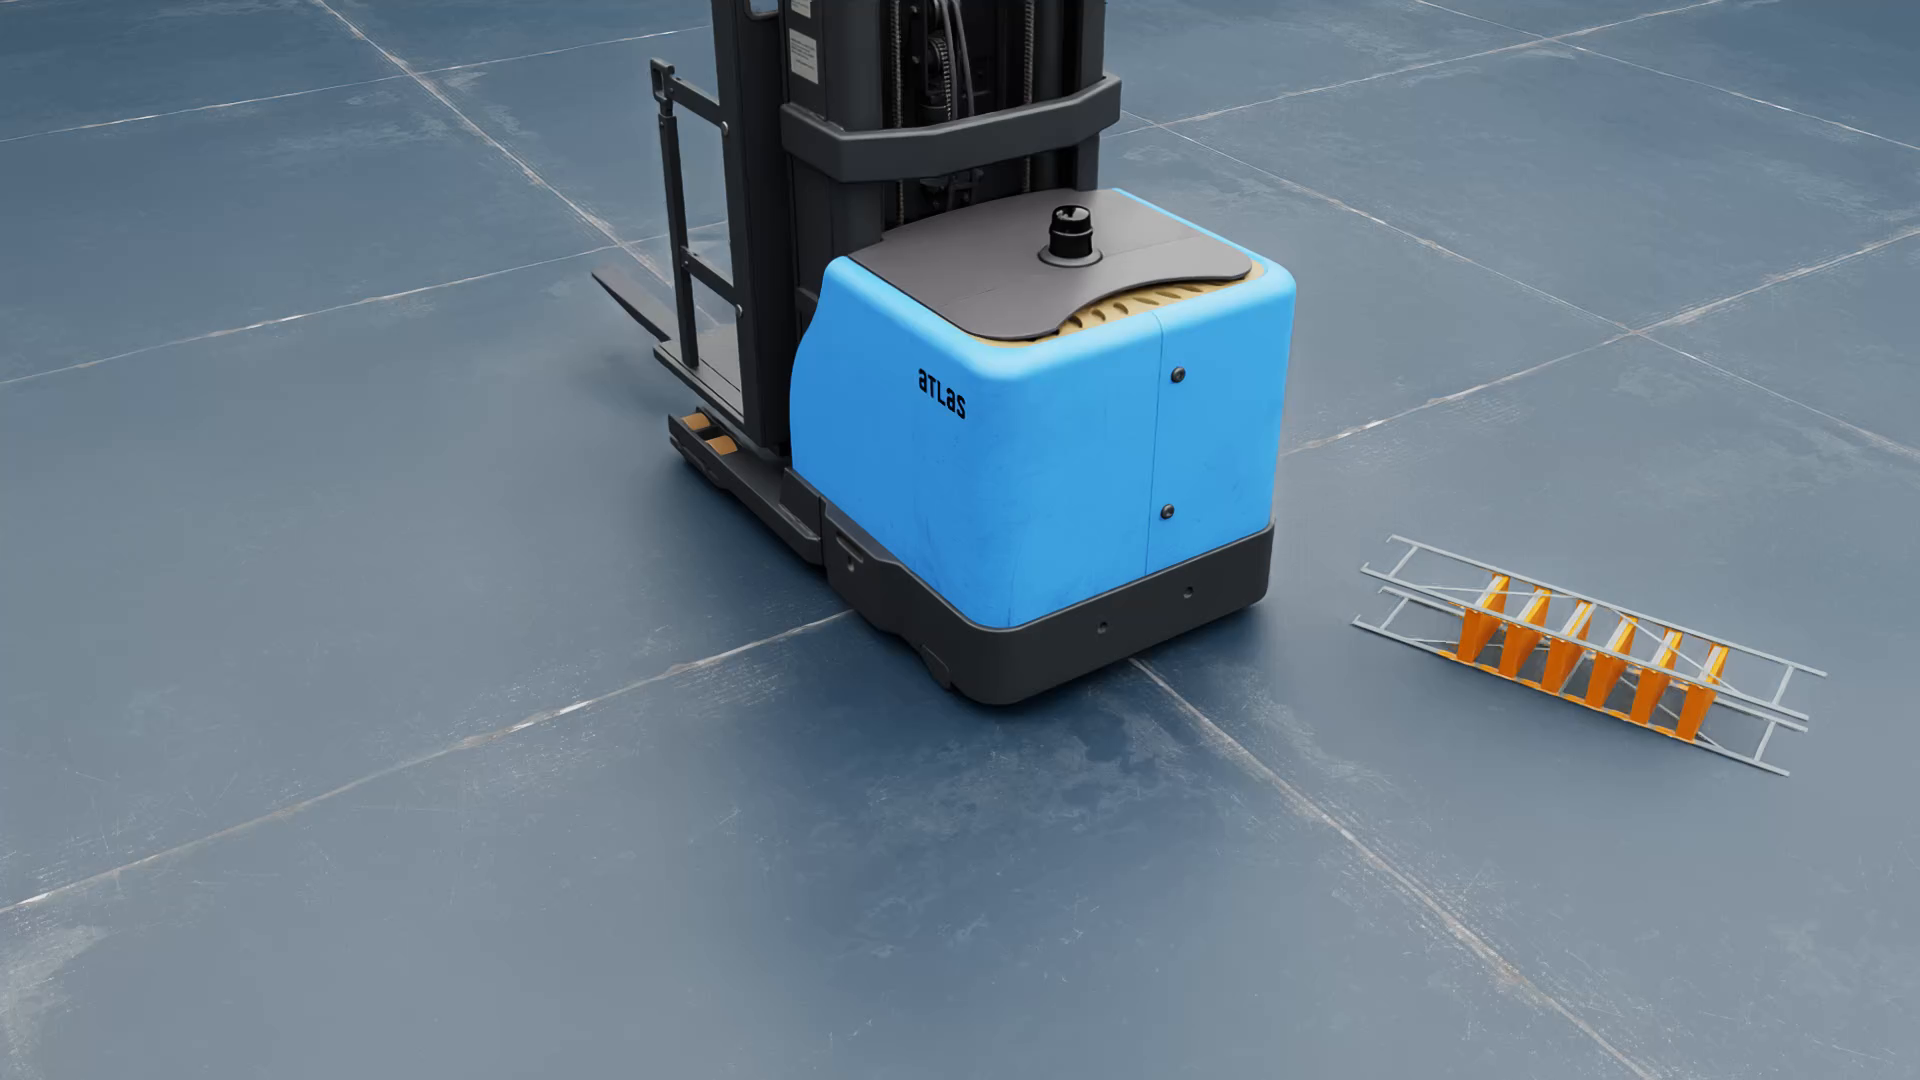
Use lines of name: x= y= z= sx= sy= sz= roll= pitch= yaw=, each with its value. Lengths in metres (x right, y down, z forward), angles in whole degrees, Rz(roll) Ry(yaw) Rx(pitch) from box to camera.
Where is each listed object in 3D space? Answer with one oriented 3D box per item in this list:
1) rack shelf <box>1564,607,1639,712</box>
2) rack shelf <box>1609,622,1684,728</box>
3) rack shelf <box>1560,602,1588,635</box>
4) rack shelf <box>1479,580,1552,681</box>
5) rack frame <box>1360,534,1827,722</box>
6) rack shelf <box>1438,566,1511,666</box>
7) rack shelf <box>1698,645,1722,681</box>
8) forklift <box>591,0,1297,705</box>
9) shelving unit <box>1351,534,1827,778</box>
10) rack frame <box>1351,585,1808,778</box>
rack shelf: x=1.766 y=0.320 z=4.561 sx=0.103 sy=0.180 sz=0.258 roll=20 pitch=38 yaw=29
rack shelf: x=1.864 y=0.357 z=4.503 sx=0.103 sy=0.180 sz=0.258 roll=20 pitch=38 yaw=29
rack shelf: x=1.684 y=0.290 z=4.609 sx=0.020 sy=0.166 sz=0.199 roll=20 pitch=38 yaw=29
rack shelf: x=1.569 y=0.247 z=4.677 sx=0.103 sy=0.180 sz=0.258 roll=20 pitch=38 yaw=29
rack frame: x=1.704 y=0.220 z=4.549 sx=1.200 sy=0.006 sz=0.240 roll=20 pitch=38 yaw=29
rack shelf: x=1.470 y=0.211 z=4.735 sx=0.103 sy=0.180 sz=0.258 roll=20 pitch=38 yaw=29
rack shelf: x=1.979 y=0.399 z=4.436 sx=0.020 sy=0.166 sz=0.199 roll=20 pitch=38 yaw=29
forklift: x=-0.331 y=-1.507 z=4.975 sx=1.129 sy=2.843 sz=3.031 roll=-20 pitch=37 yaw=-28
shelving unit: x=1.704 y=0.297 z=4.598 sx=1.200 sy=0.189 sz=0.258 roll=20 pitch=38 yaw=29
rack frame: x=1.704 y=0.375 z=4.646 sx=1.200 sy=0.006 sz=0.240 roll=20 pitch=38 yaw=29
